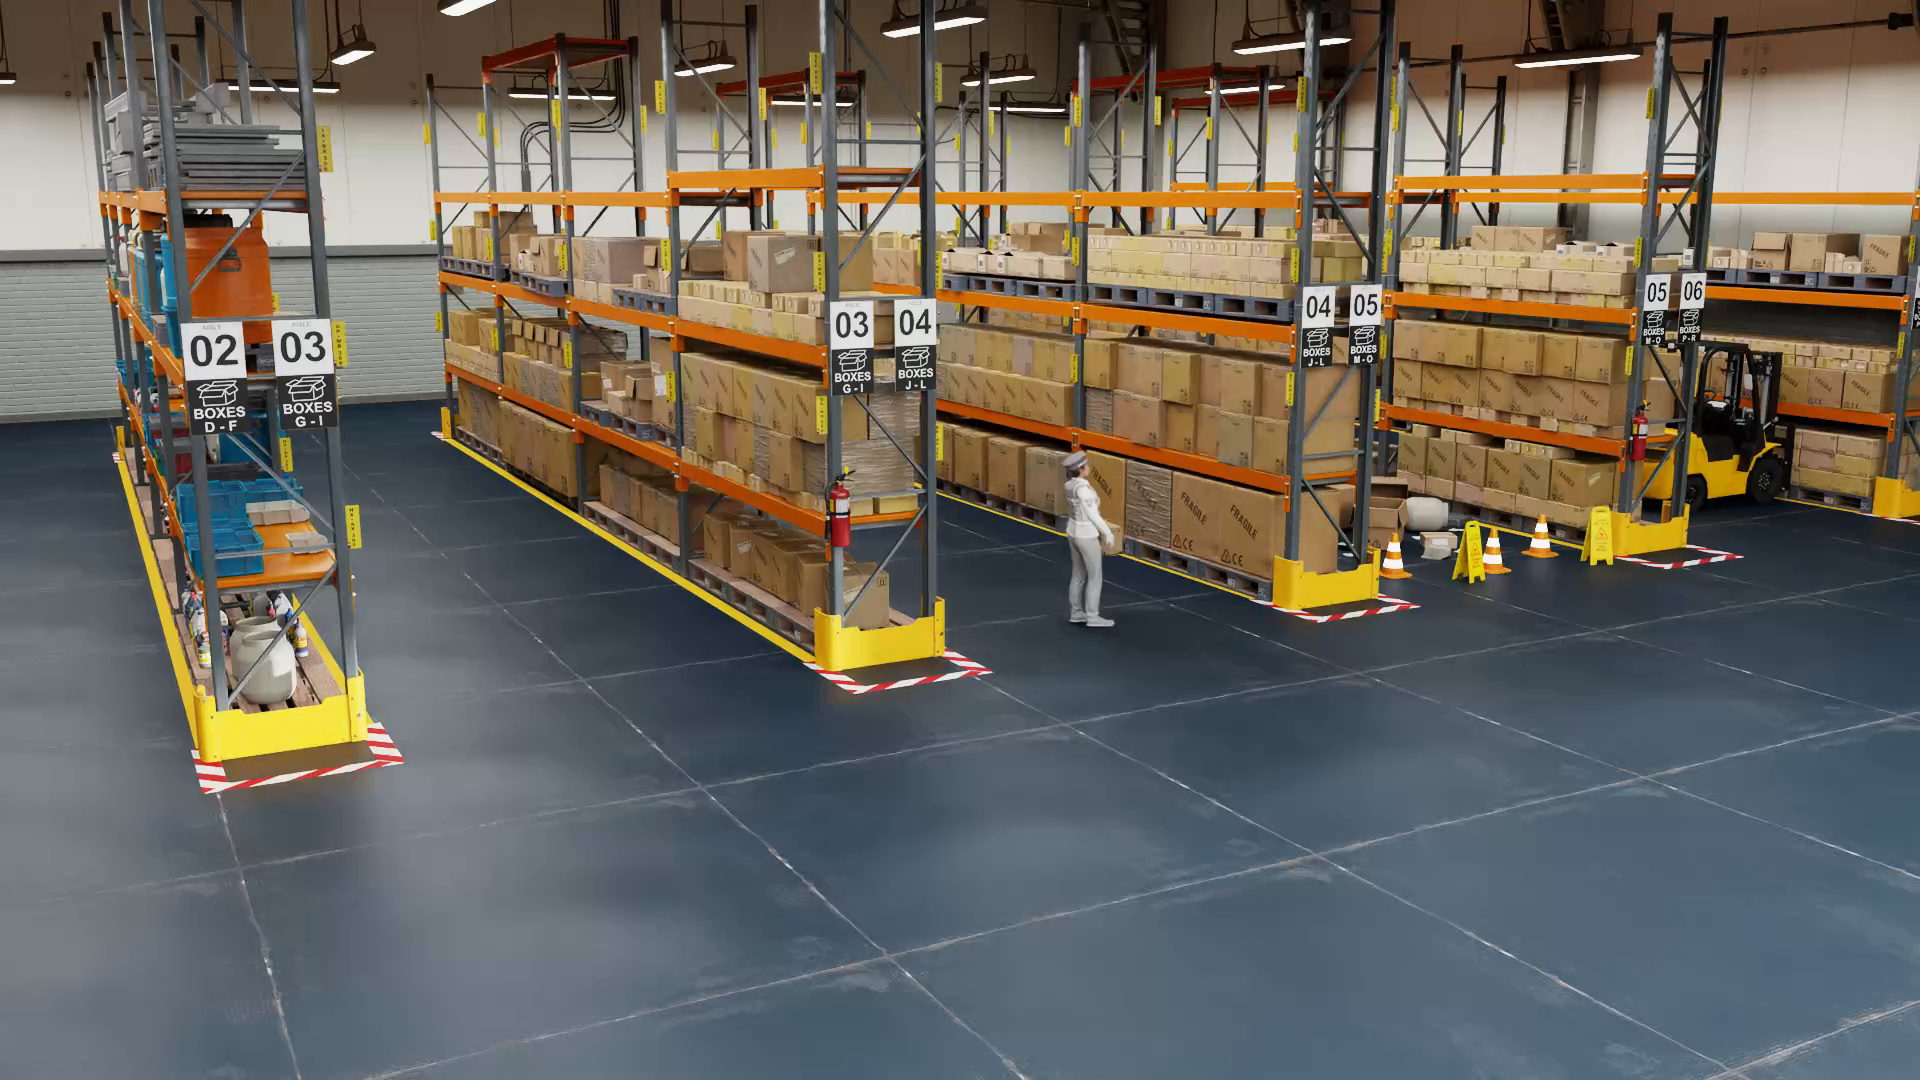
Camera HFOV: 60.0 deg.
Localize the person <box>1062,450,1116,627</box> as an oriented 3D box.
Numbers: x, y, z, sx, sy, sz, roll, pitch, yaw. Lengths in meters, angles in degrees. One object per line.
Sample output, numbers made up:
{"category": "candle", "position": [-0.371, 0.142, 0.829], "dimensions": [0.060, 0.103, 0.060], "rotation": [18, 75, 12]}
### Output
{"category": "person", "position": [1.211, -0.022, 15.961], "dimensions": [0.486, 1.701, 0.493], "rotation": [-4, 12, -18]}
